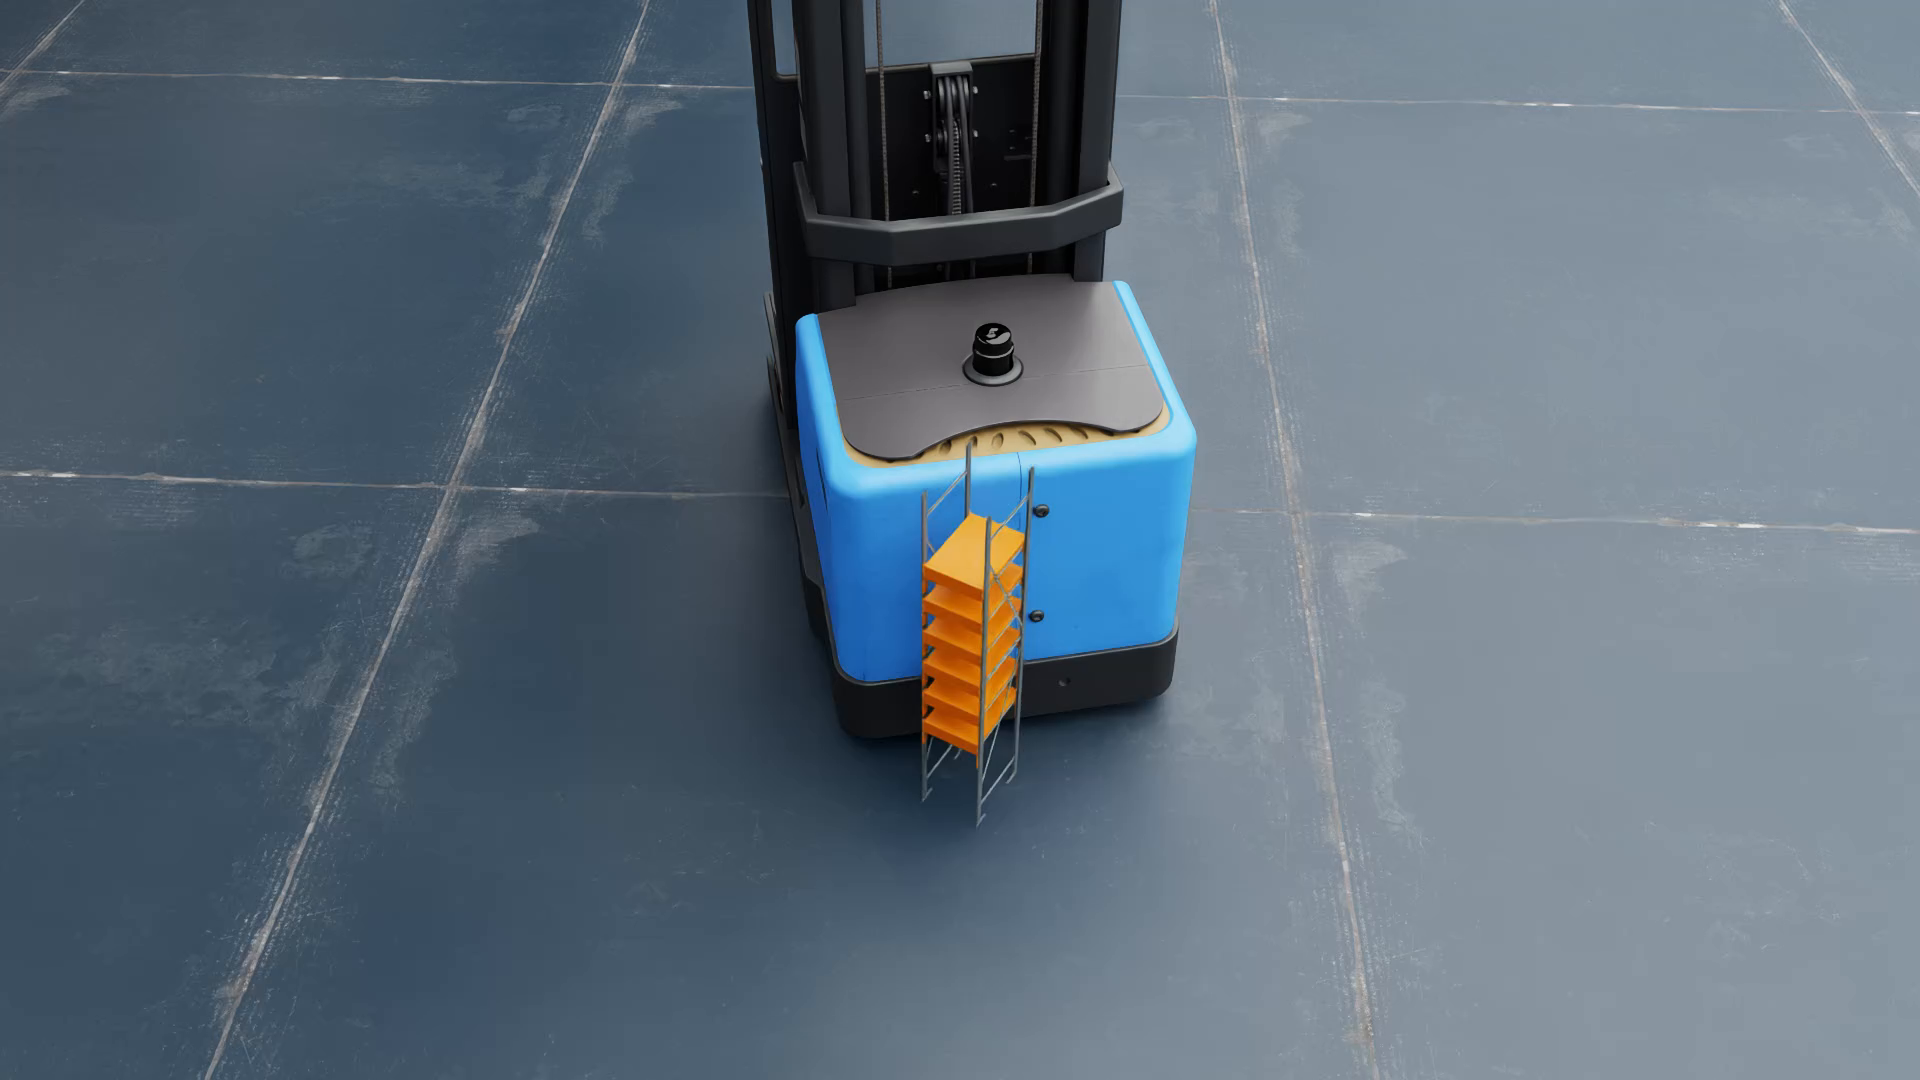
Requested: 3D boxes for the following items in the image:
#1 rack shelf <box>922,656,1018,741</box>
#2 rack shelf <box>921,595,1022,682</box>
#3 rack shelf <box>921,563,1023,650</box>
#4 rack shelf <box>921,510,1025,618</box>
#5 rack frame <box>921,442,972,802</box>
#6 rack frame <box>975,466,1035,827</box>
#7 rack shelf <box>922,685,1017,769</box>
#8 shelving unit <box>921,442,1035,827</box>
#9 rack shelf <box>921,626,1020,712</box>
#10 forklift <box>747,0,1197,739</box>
[{"bbox_3d":[0.035,0.414,4.662,0.180,0.103,0.258,22,46,21],"label":"rack shelf"},{"bbox_3d":[0.039,0.237,4.500,0.180,0.103,0.258,22,46,21],"label":"rack shelf"},{"bbox_3d":[0.041,0.148,4.419,0.180,0.103,0.258,22,46,21],"label":"rack shelf"},{"bbox_3d":[0.042,0.060,4.338,0.180,0.103,0.258,22,46,21],"label":"rack shelf"},{"bbox_3d":[-0.041,0.261,4.585,0.006,1.200,0.240,22,46,21],"label":"rack frame"},{"bbox_3d":[0.117,0.325,4.518,0.006,1.200,0.240,22,46,21],"label":"rack frame"},{"bbox_3d":[0.033,0.502,4.744,0.180,0.103,0.258,22,46,21],"label":"rack shelf"},{"bbox_3d":[0.038,0.293,4.551,0.189,1.200,0.258,22,46,21],"label":"shelving unit"},{"bbox_3d":[0.037,0.325,4.581,0.180,0.103,0.258,22,46,21],"label":"rack shelf"},{"bbox_3d":[-0.115,-1.490,5.199,1.130,2.935,3.031,-7,43,-8],"label":"forklift"}]
